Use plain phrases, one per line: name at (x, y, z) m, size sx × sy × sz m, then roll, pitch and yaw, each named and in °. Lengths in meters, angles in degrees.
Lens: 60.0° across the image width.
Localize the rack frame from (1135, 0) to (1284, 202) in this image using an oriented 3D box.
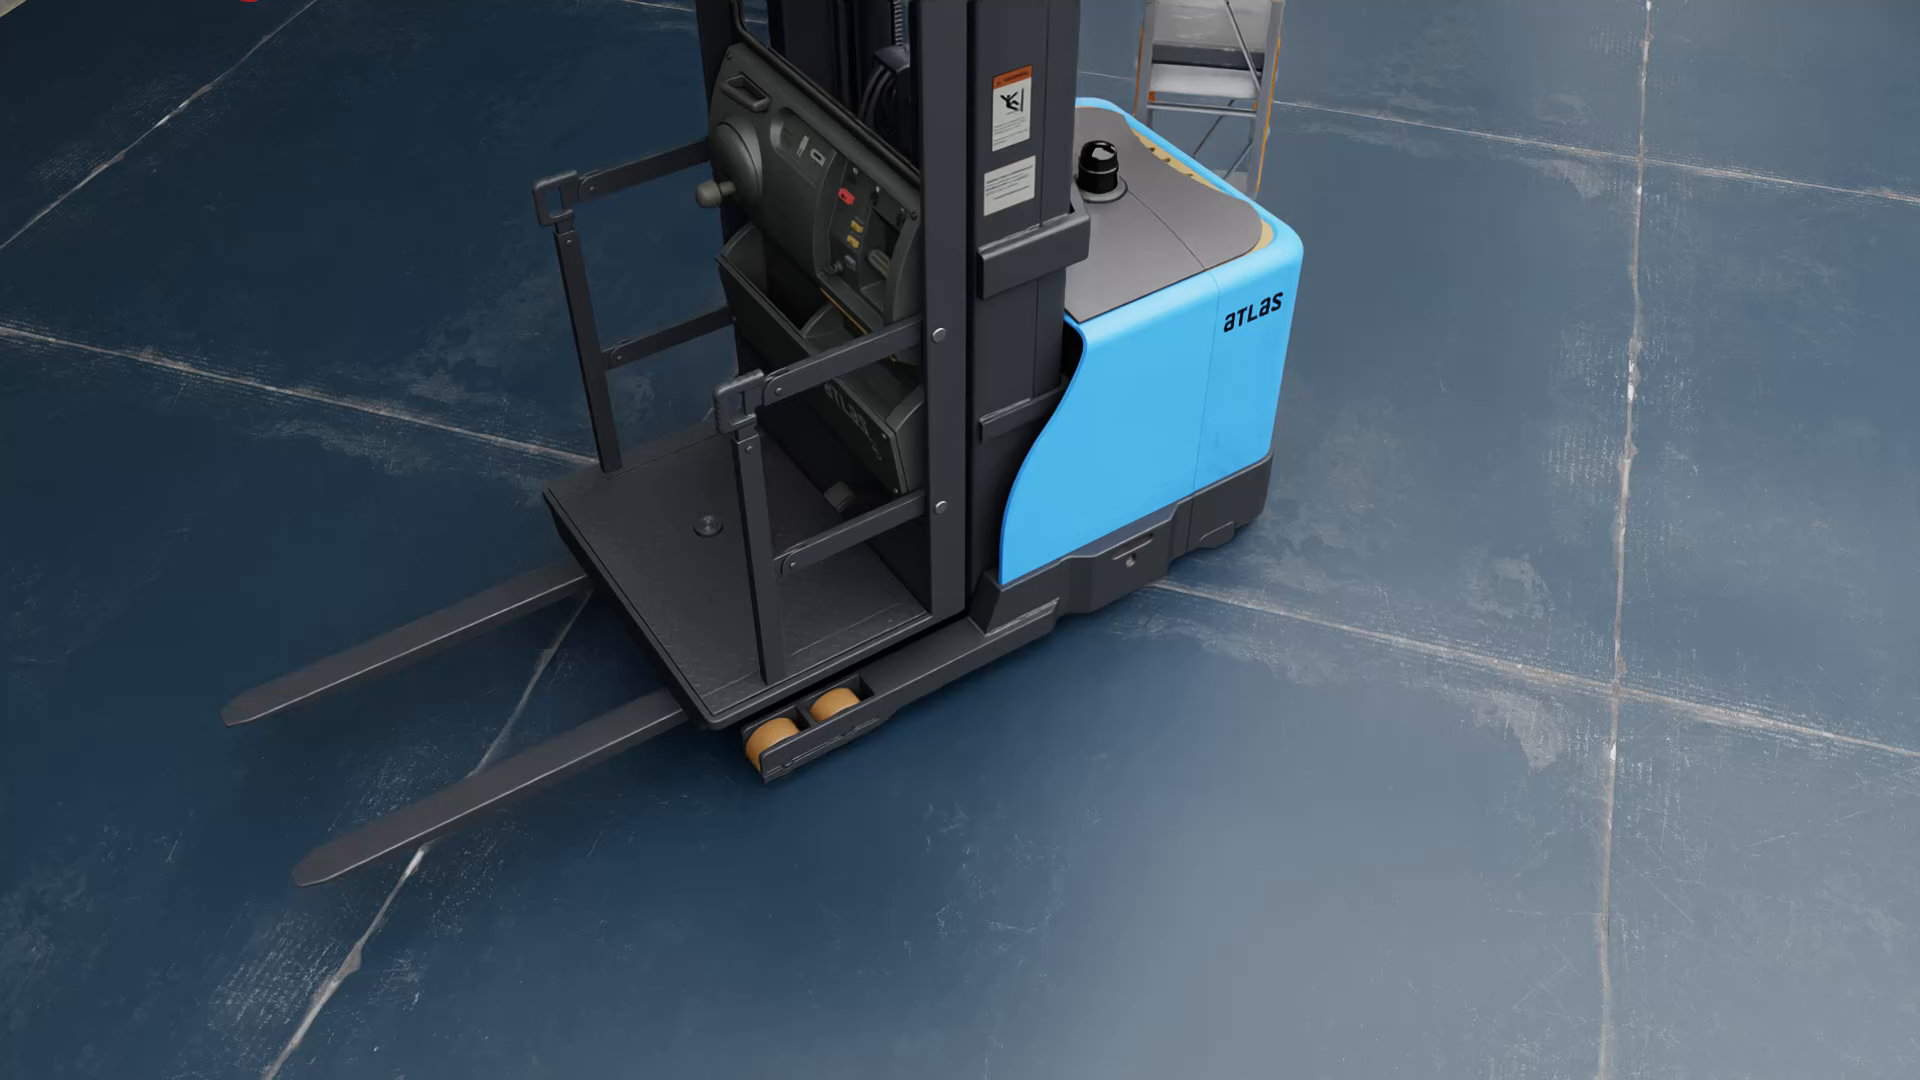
rack frame at (0.740, -1.316, 5.093) m, size 0.400 × 2.100 × 0.015 m, roll 7°, pitch 45°, yaw 7°

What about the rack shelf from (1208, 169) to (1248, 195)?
rack shelf at (0.781, -0.974, 5.764) m, size 0.431 × 0.518 × 0.480 m, roll 7°, pitch 45°, yaw 7°

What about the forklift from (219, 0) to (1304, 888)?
forklift at (-0.543, -0.819, 3.992) m, size 3.031 × 2.935 × 1.130 m, roll -25°, pitch 50°, yaw -23°

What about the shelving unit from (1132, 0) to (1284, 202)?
shelving unit at (0.781, -1.484, 5.265) m, size 0.431 × 2.100 × 0.503 m, roll 7°, pitch 45°, yaw 7°

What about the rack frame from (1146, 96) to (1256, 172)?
rack frame at (0.822, -1.652, 5.437) m, size 0.400 × 2.100 × 0.015 m, roll 7°, pitch 45°, yaw 7°

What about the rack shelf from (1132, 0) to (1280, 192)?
rack shelf at (0.781, -1.474, 5.275) m, size 0.431 × 0.518 × 0.480 m, roll 7°, pitch 45°, yaw 7°
